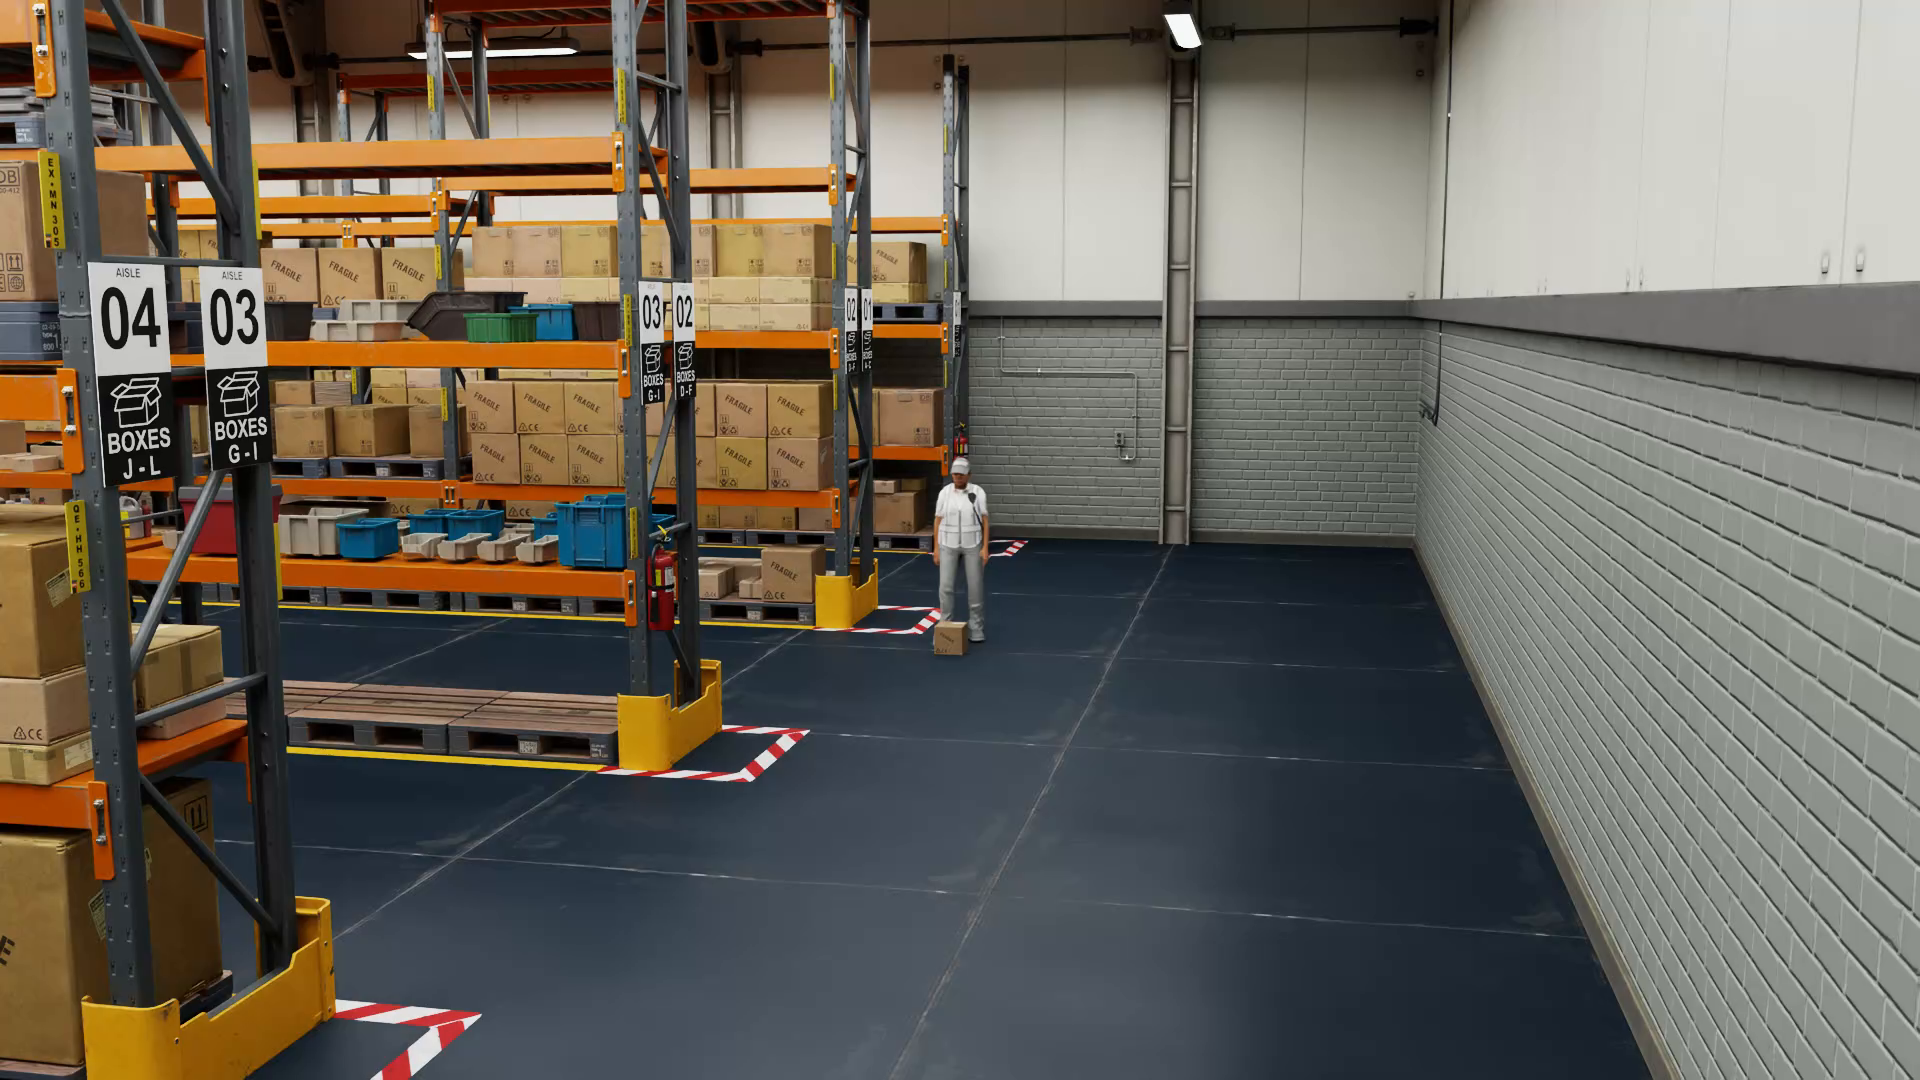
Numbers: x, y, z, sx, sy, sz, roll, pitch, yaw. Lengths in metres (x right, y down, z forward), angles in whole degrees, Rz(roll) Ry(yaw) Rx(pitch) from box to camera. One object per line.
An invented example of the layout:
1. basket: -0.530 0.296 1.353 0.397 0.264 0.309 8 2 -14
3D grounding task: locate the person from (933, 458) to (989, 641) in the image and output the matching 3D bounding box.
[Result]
1. person: 0.007 0.100 15.021 0.519 1.676 0.445 1 8 5
